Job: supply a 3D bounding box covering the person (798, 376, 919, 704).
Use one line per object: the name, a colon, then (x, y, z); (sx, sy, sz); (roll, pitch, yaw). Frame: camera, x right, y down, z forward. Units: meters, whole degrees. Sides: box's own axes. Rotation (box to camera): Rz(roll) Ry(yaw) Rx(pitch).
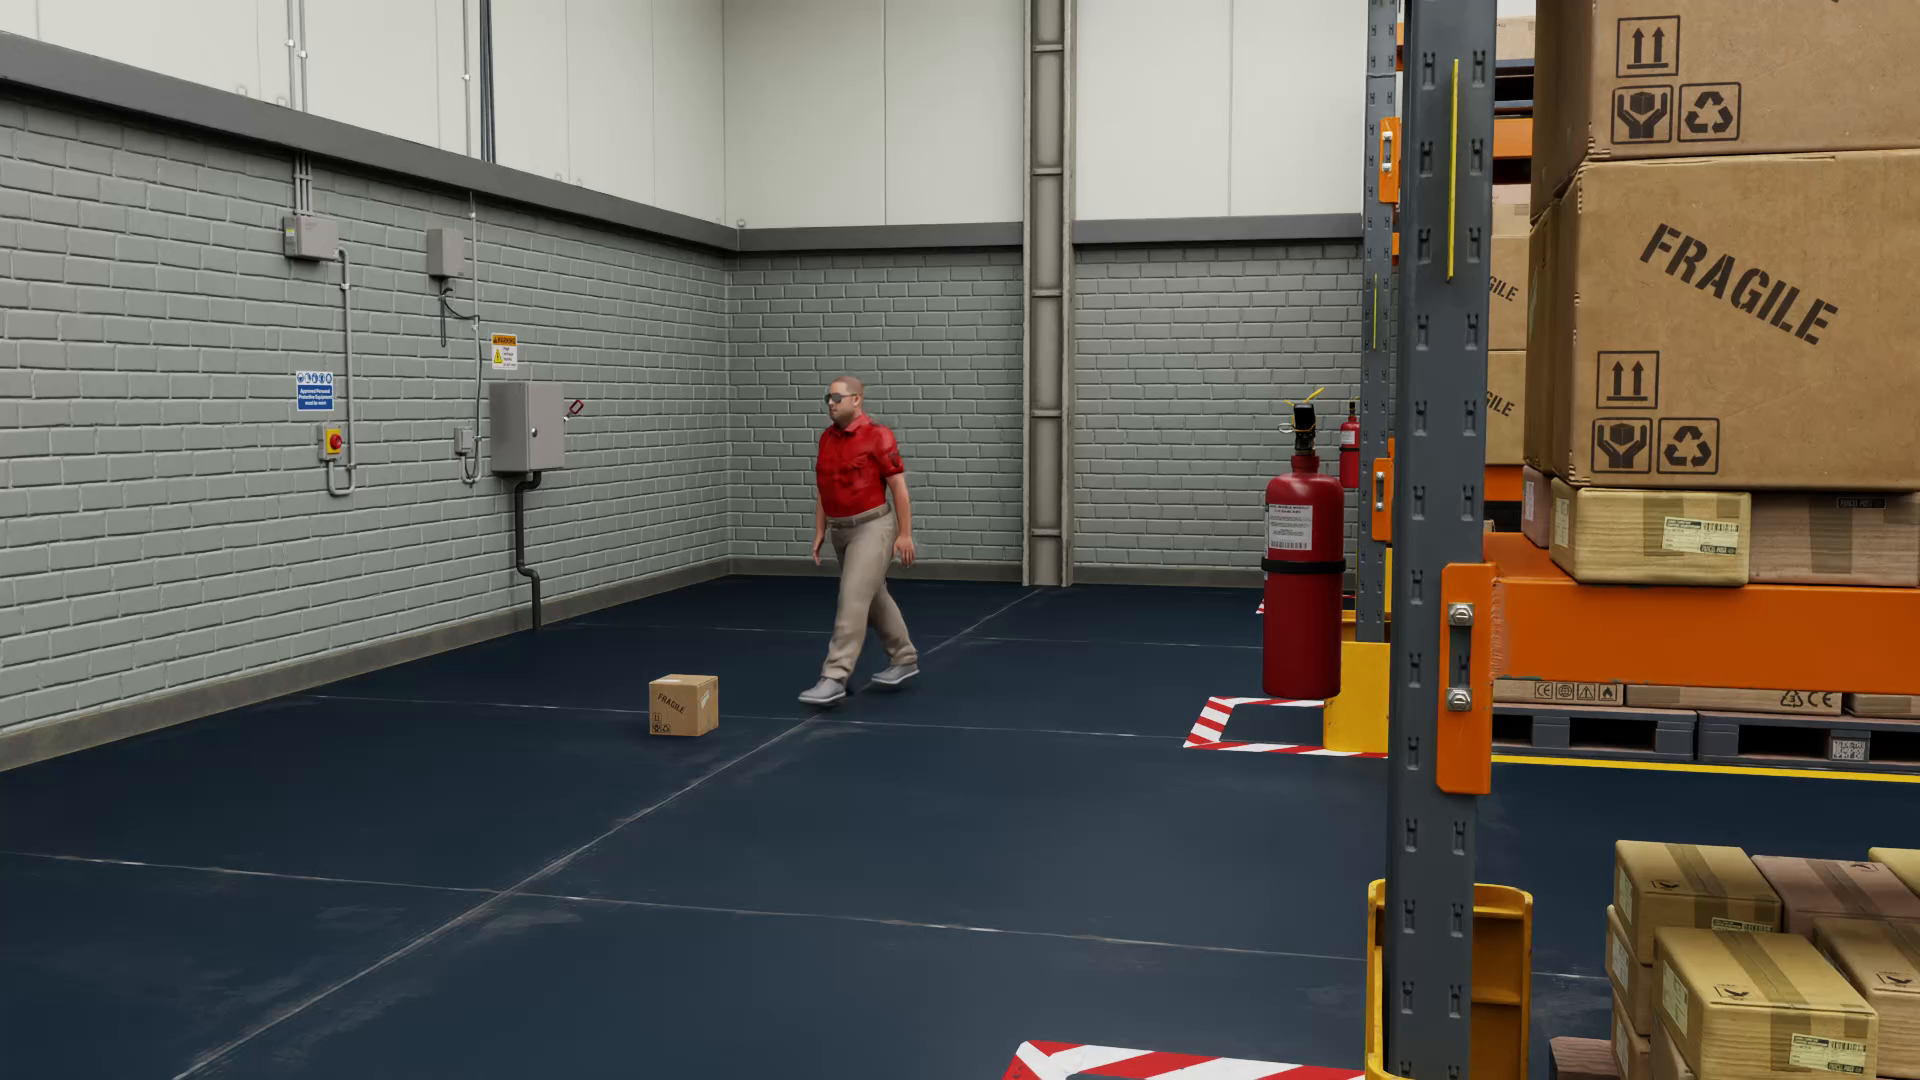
person: (-0.572, -0.028, 8.786); (0.979, 1.670, 0.544); (-4, 6, -41)
